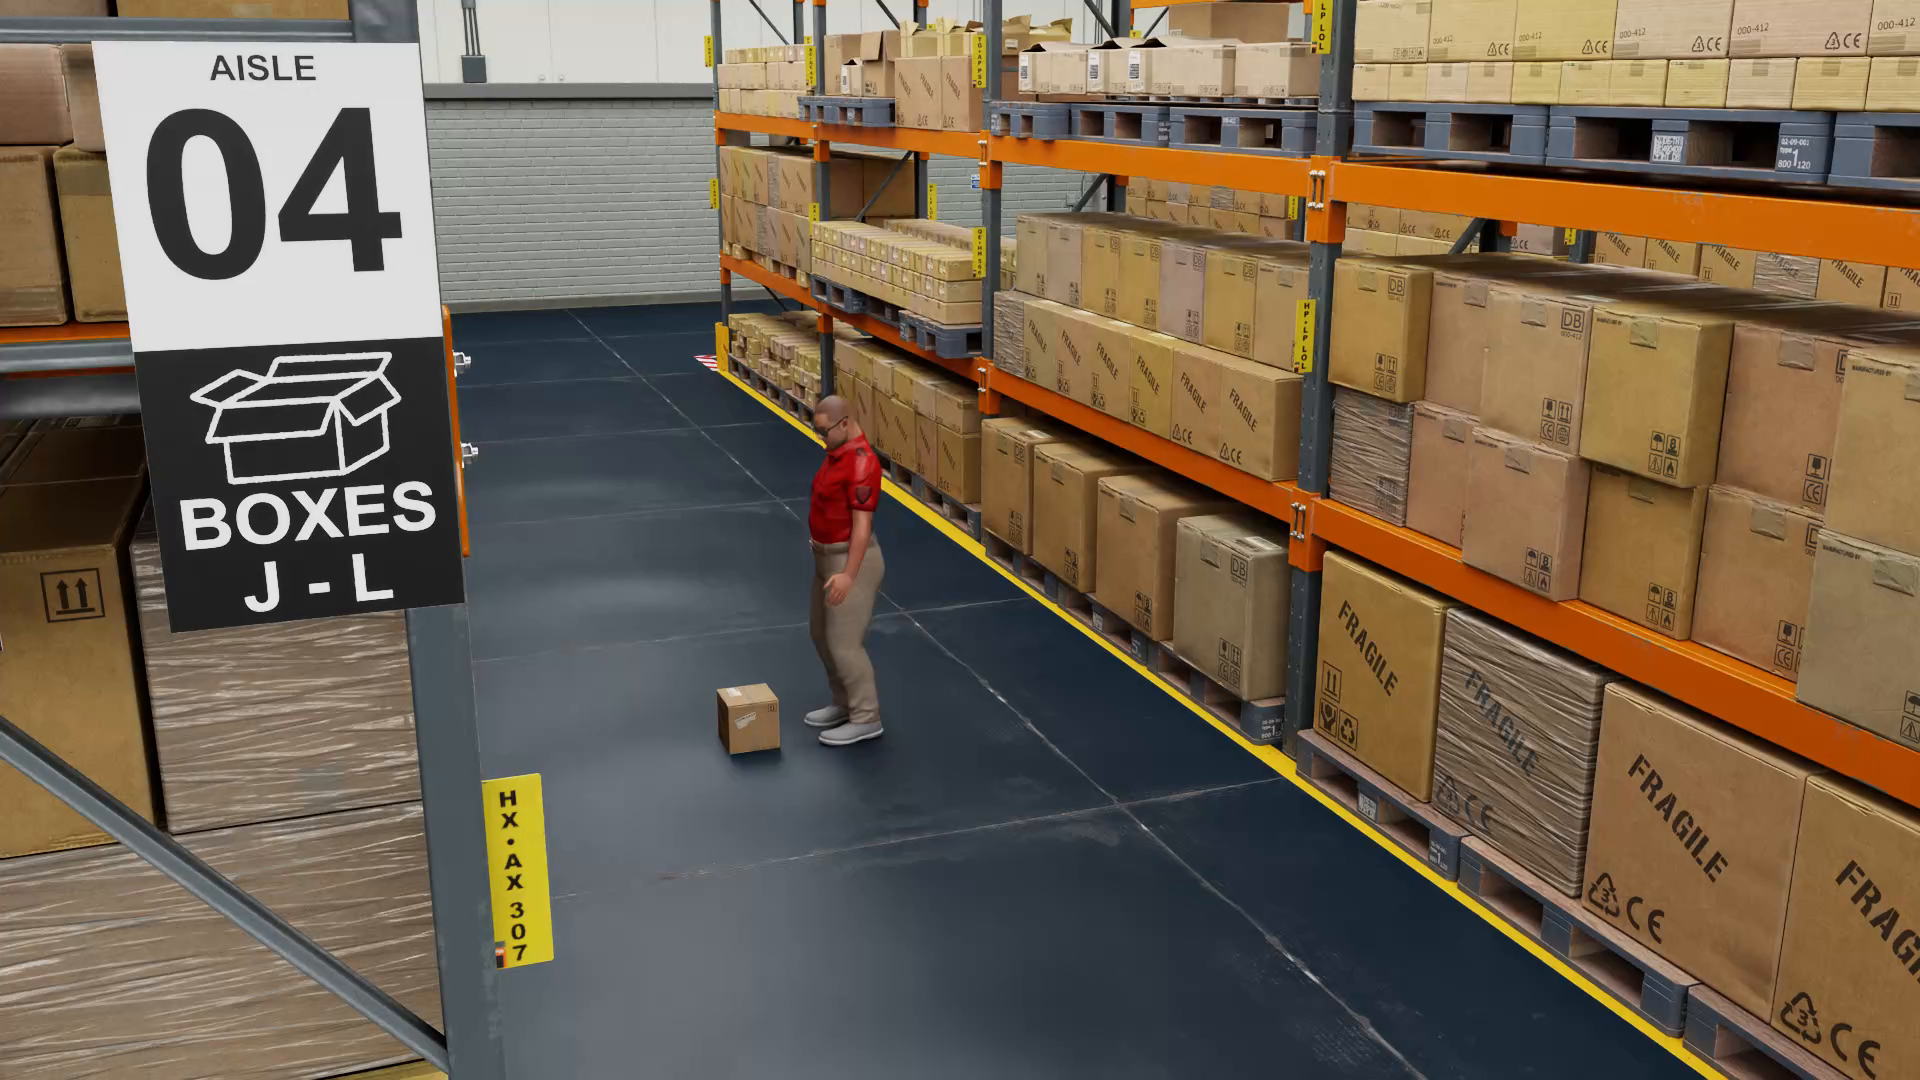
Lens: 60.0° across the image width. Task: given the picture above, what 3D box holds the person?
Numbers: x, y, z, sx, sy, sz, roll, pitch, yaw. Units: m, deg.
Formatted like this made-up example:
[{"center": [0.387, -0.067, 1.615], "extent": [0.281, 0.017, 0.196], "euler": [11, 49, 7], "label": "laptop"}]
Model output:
[{"center": [-0.561, 0.139, 8.106], "extent": [0.367, 1.714, 0.538], "euler": [-5, 16, -19], "label": "person"}]
